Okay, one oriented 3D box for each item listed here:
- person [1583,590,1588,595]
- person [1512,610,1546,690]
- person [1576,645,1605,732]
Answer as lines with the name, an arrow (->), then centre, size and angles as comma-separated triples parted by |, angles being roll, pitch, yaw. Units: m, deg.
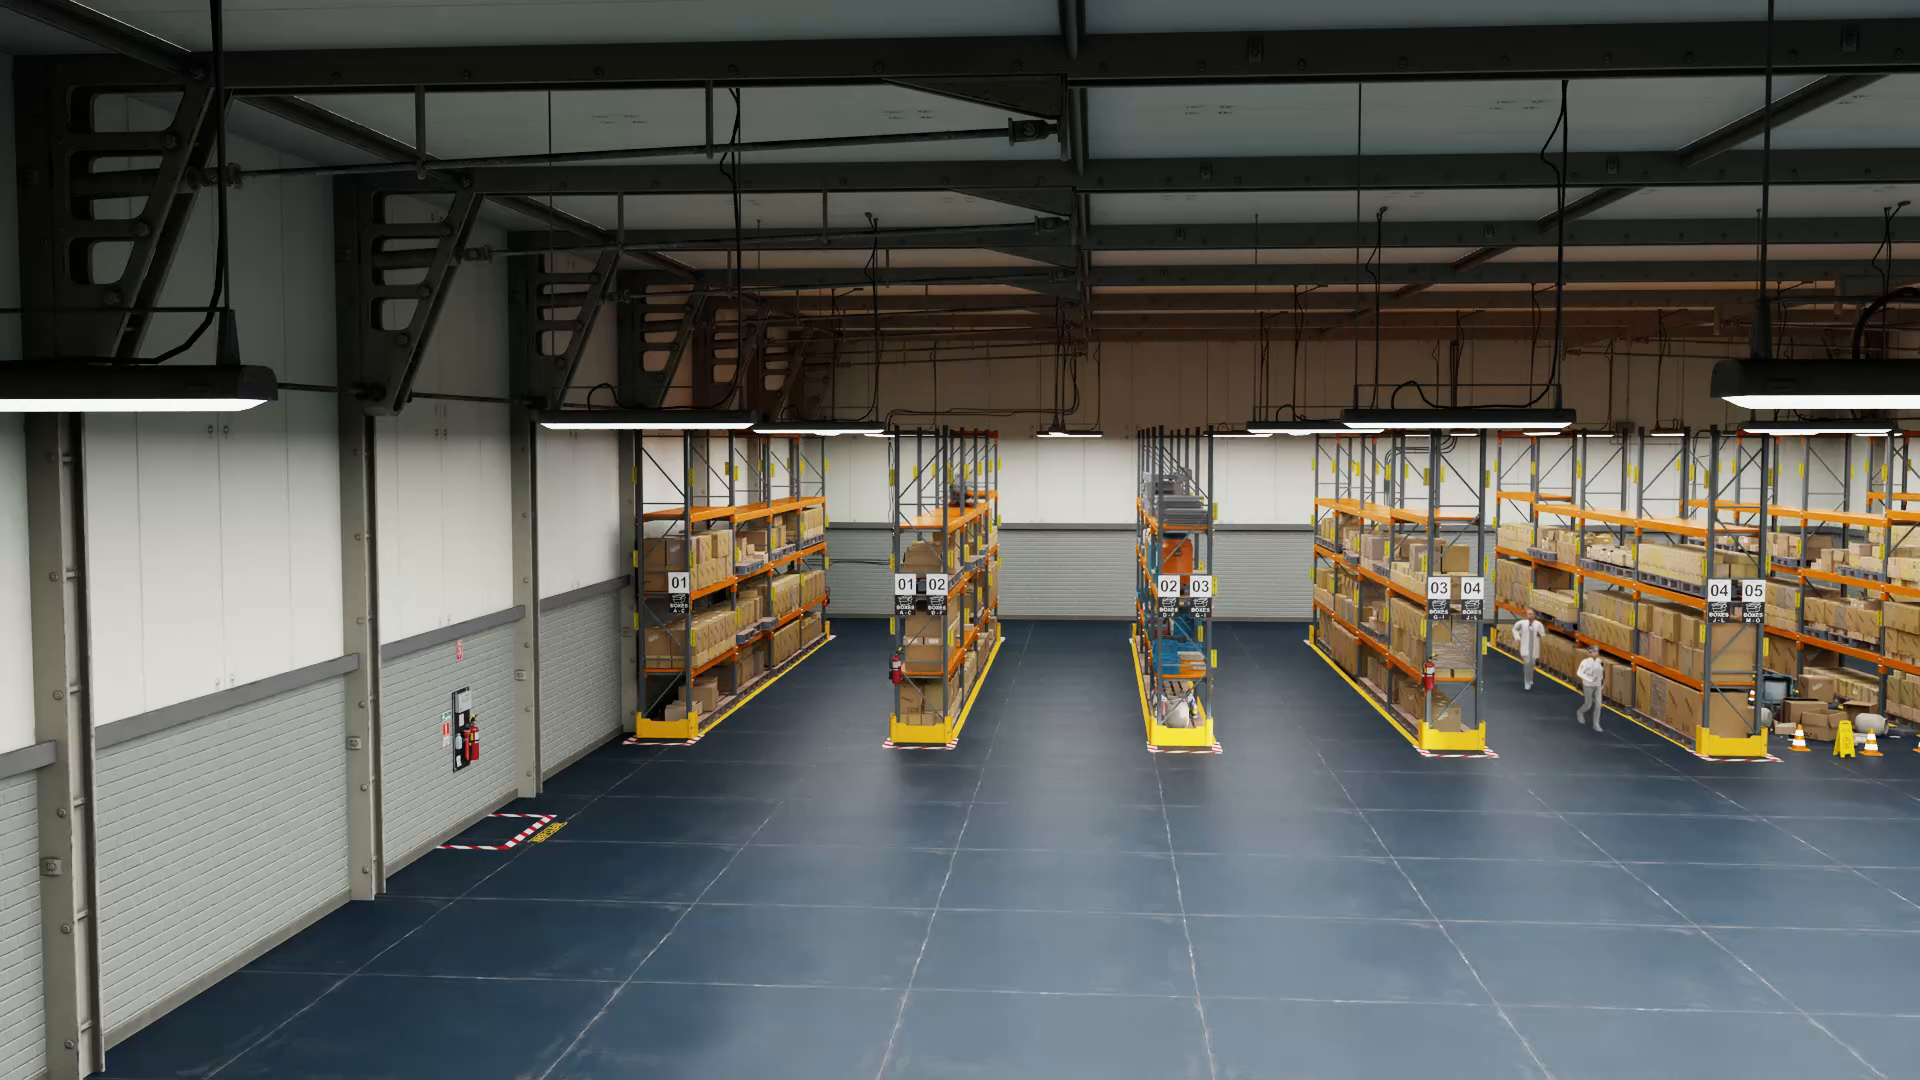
person -> 16.605, 2.212, 44.053 | 0.634, 1.790, 0.875 | 0, 3, 4
person -> 13.183, 2.523, 38.495 | 0.693, 1.839, 0.823 | 0, 3, 6
person -> 12.507, 2.906, 32.944 | 0.620, 1.696, 0.832 | 0, 3, -7
